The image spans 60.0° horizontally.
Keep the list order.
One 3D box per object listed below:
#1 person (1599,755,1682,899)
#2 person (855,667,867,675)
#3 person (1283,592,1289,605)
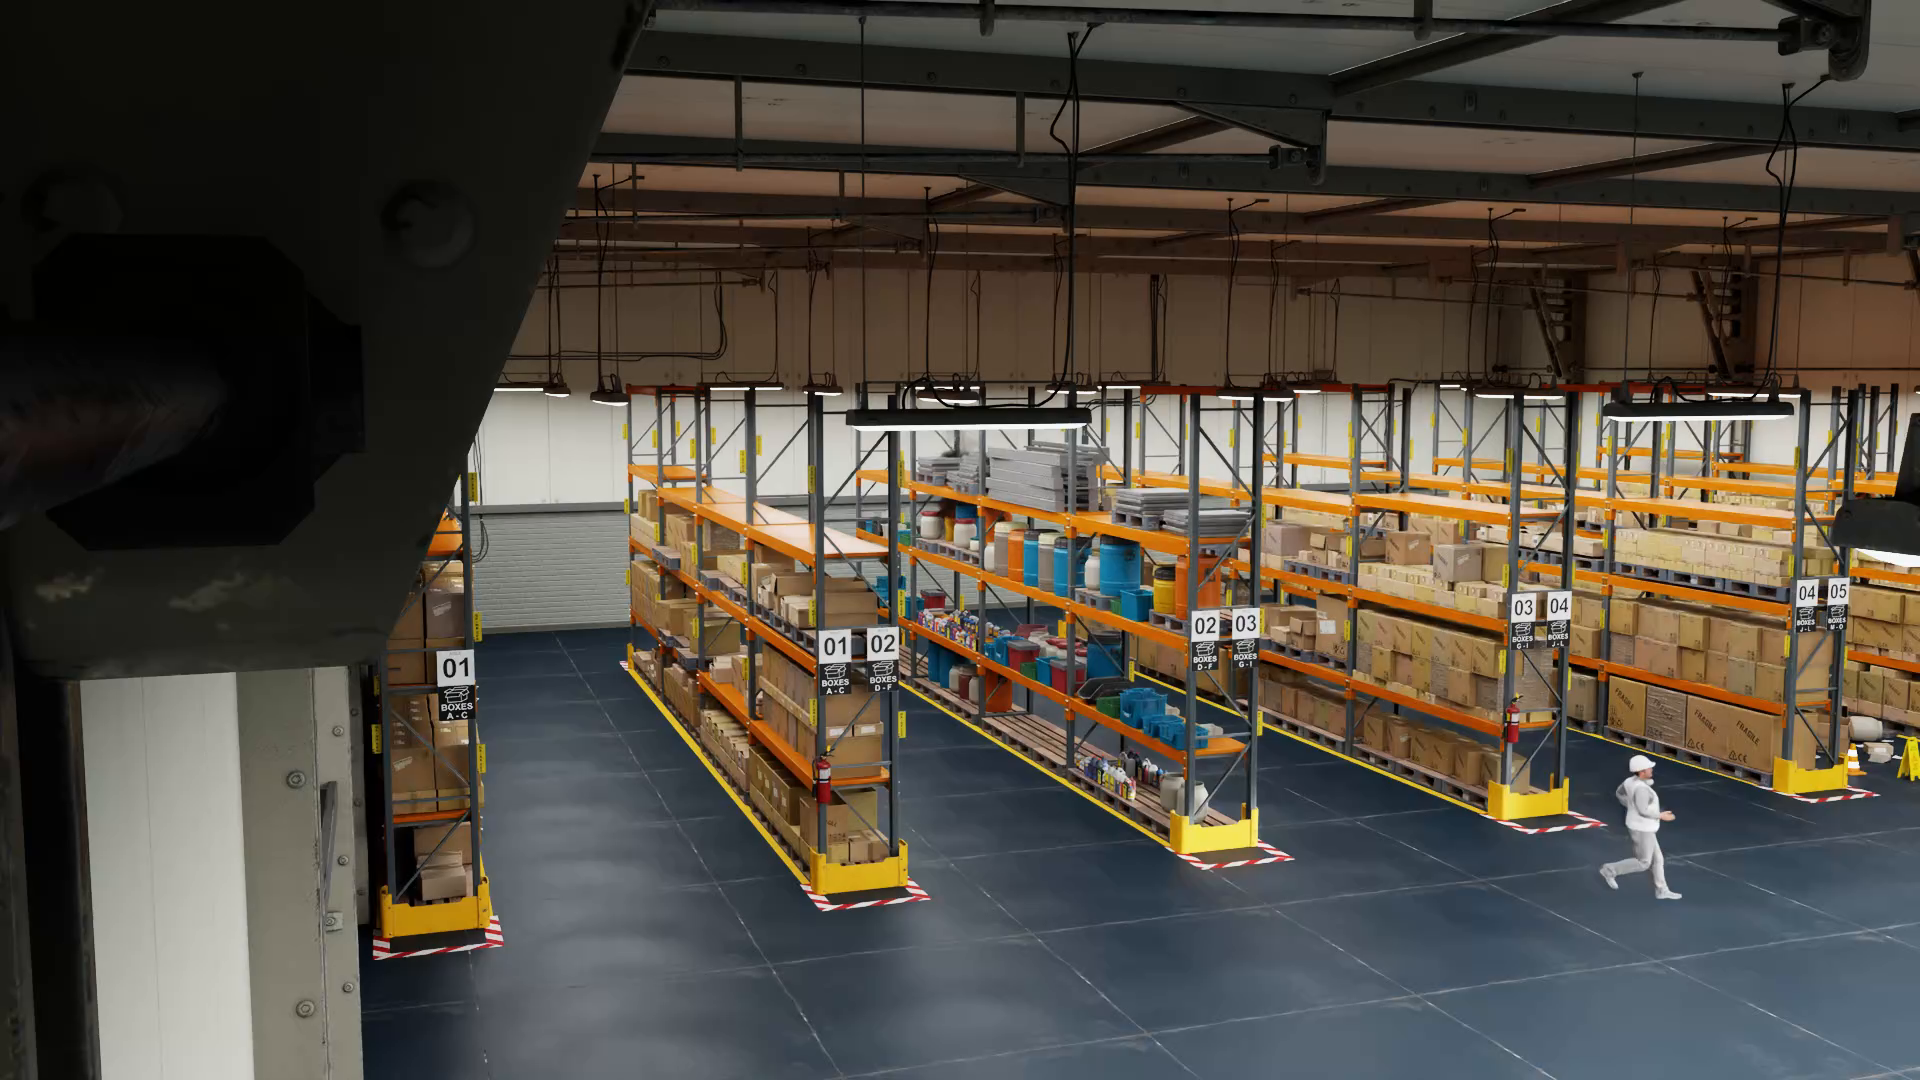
[{"bbox_3d":[8.120,3.418,19.793,0.971,1.741,0.676,1,6,10],"label":"person"},{"bbox_3d":[-1.843,2.153,29.204,0.700,1.791,0.813,-3,7,-27],"label":"person"},{"bbox_3d":[8.118,1.285,41.472,0.486,1.563,0.547,-2,6,-17],"label":"person"}]
